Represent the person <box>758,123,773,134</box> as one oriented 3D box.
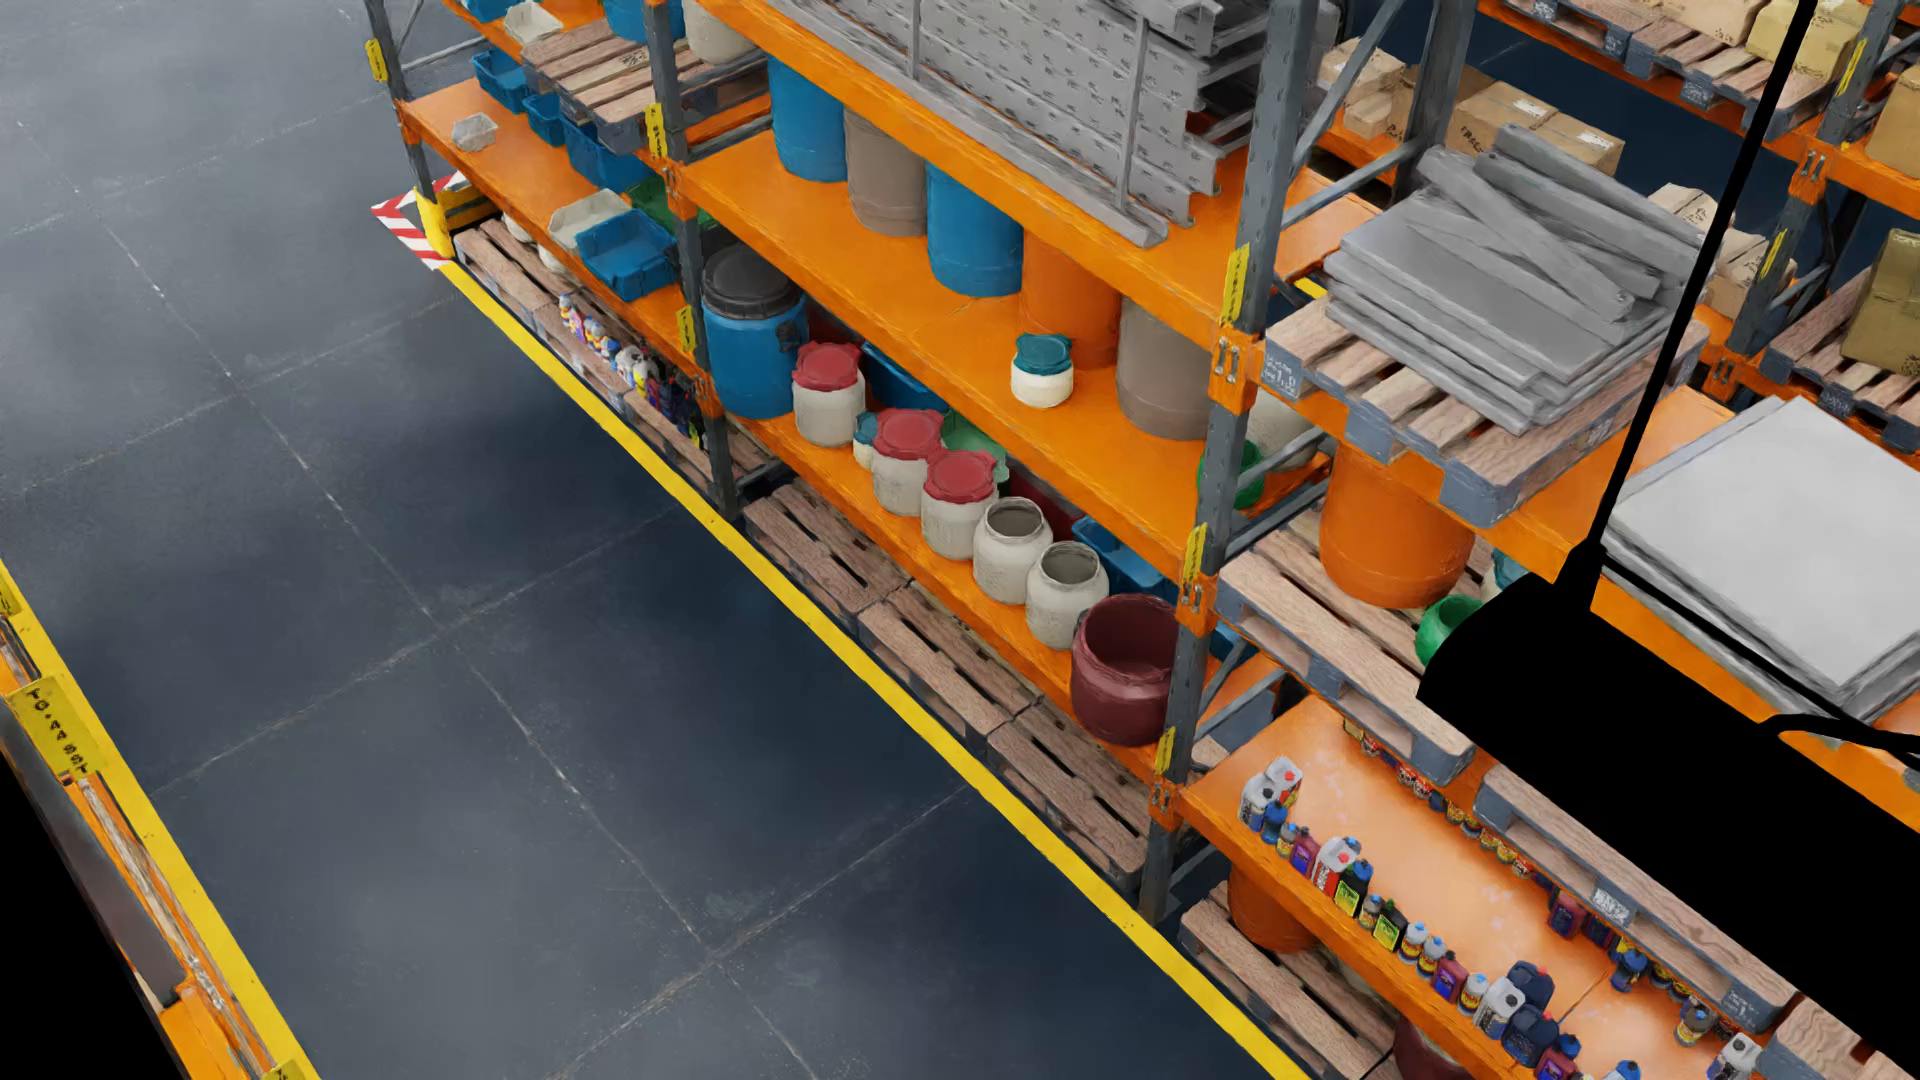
[{"bbox_3d":[-1.303,-3.406,13.020,0.682,1.741,0.660,32,54,27],"label":"person"}]
